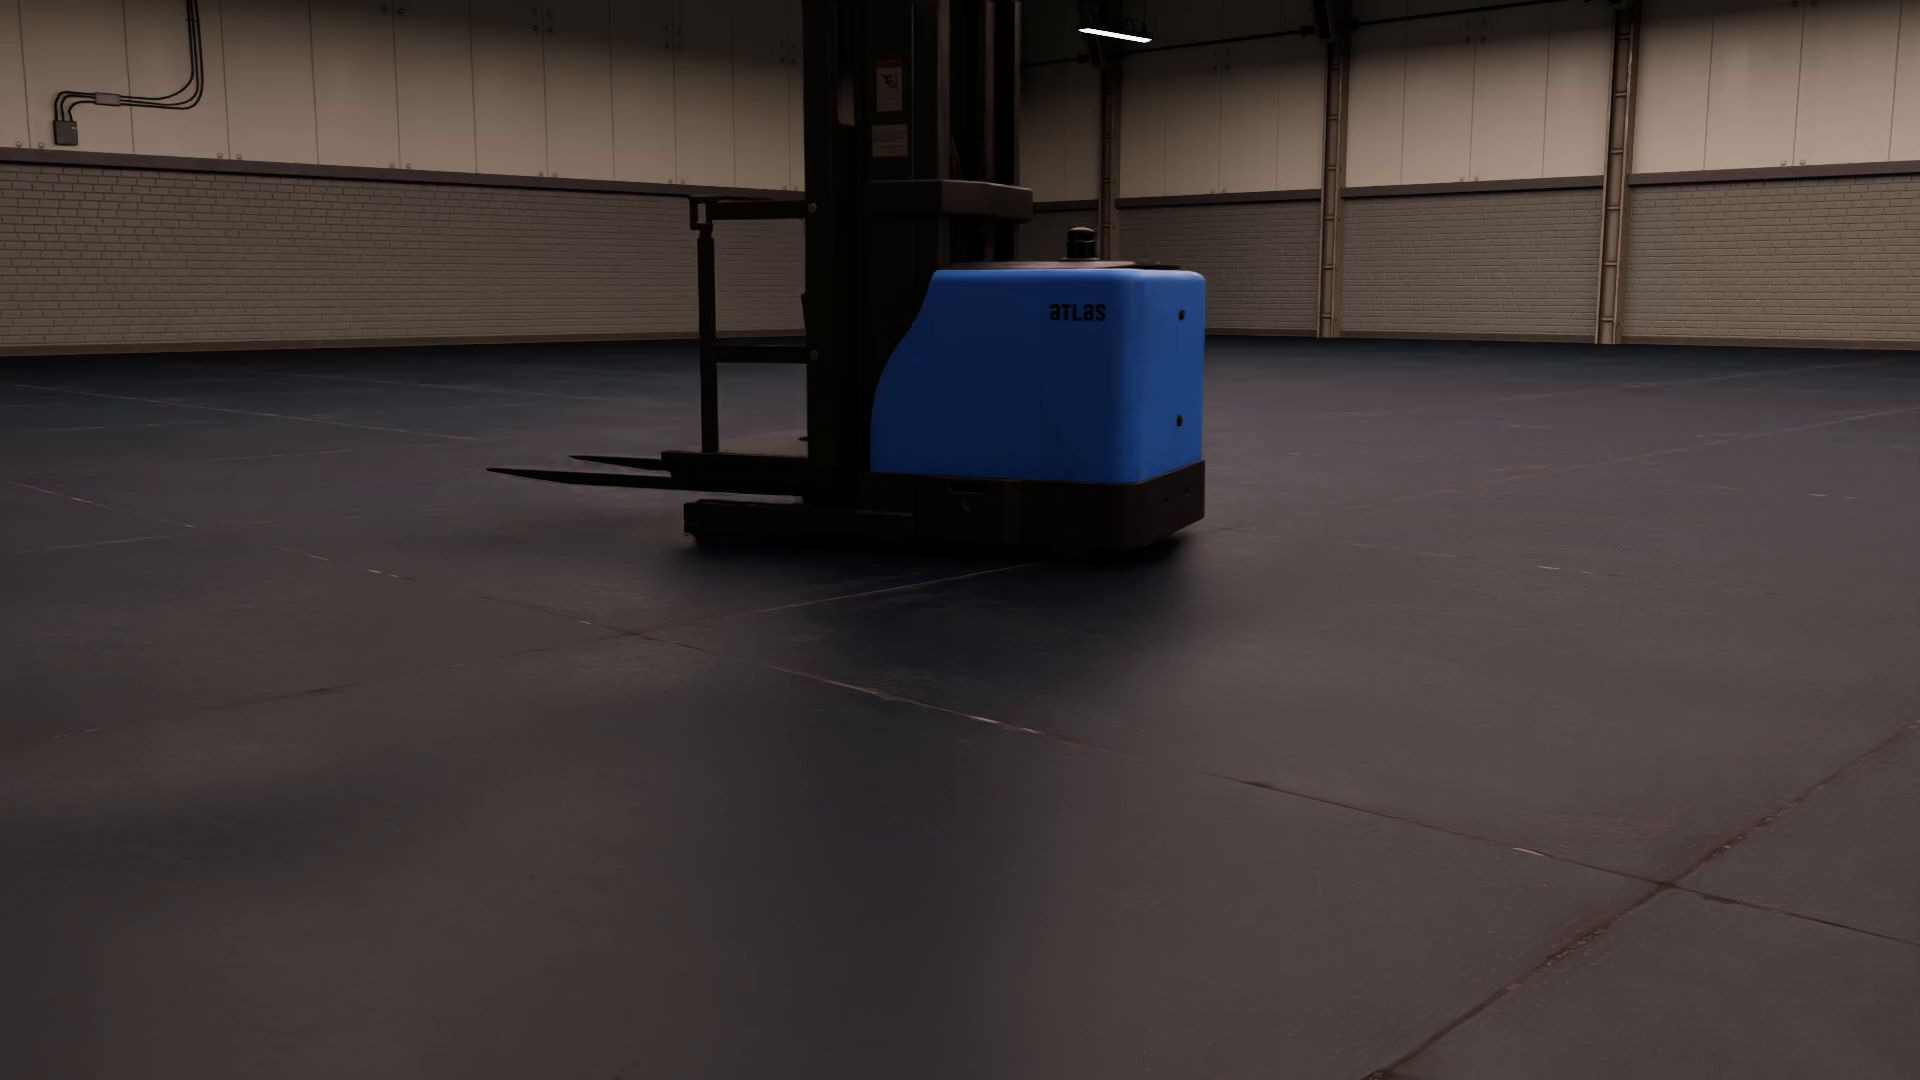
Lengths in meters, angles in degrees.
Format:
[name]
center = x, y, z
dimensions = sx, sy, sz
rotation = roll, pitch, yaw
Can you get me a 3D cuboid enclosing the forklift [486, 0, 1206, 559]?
[forklift]
center = -0.558, -1.498, 6.820
dimensions = 3.031, 2.935, 1.130
rotation = 4, 9, 23
